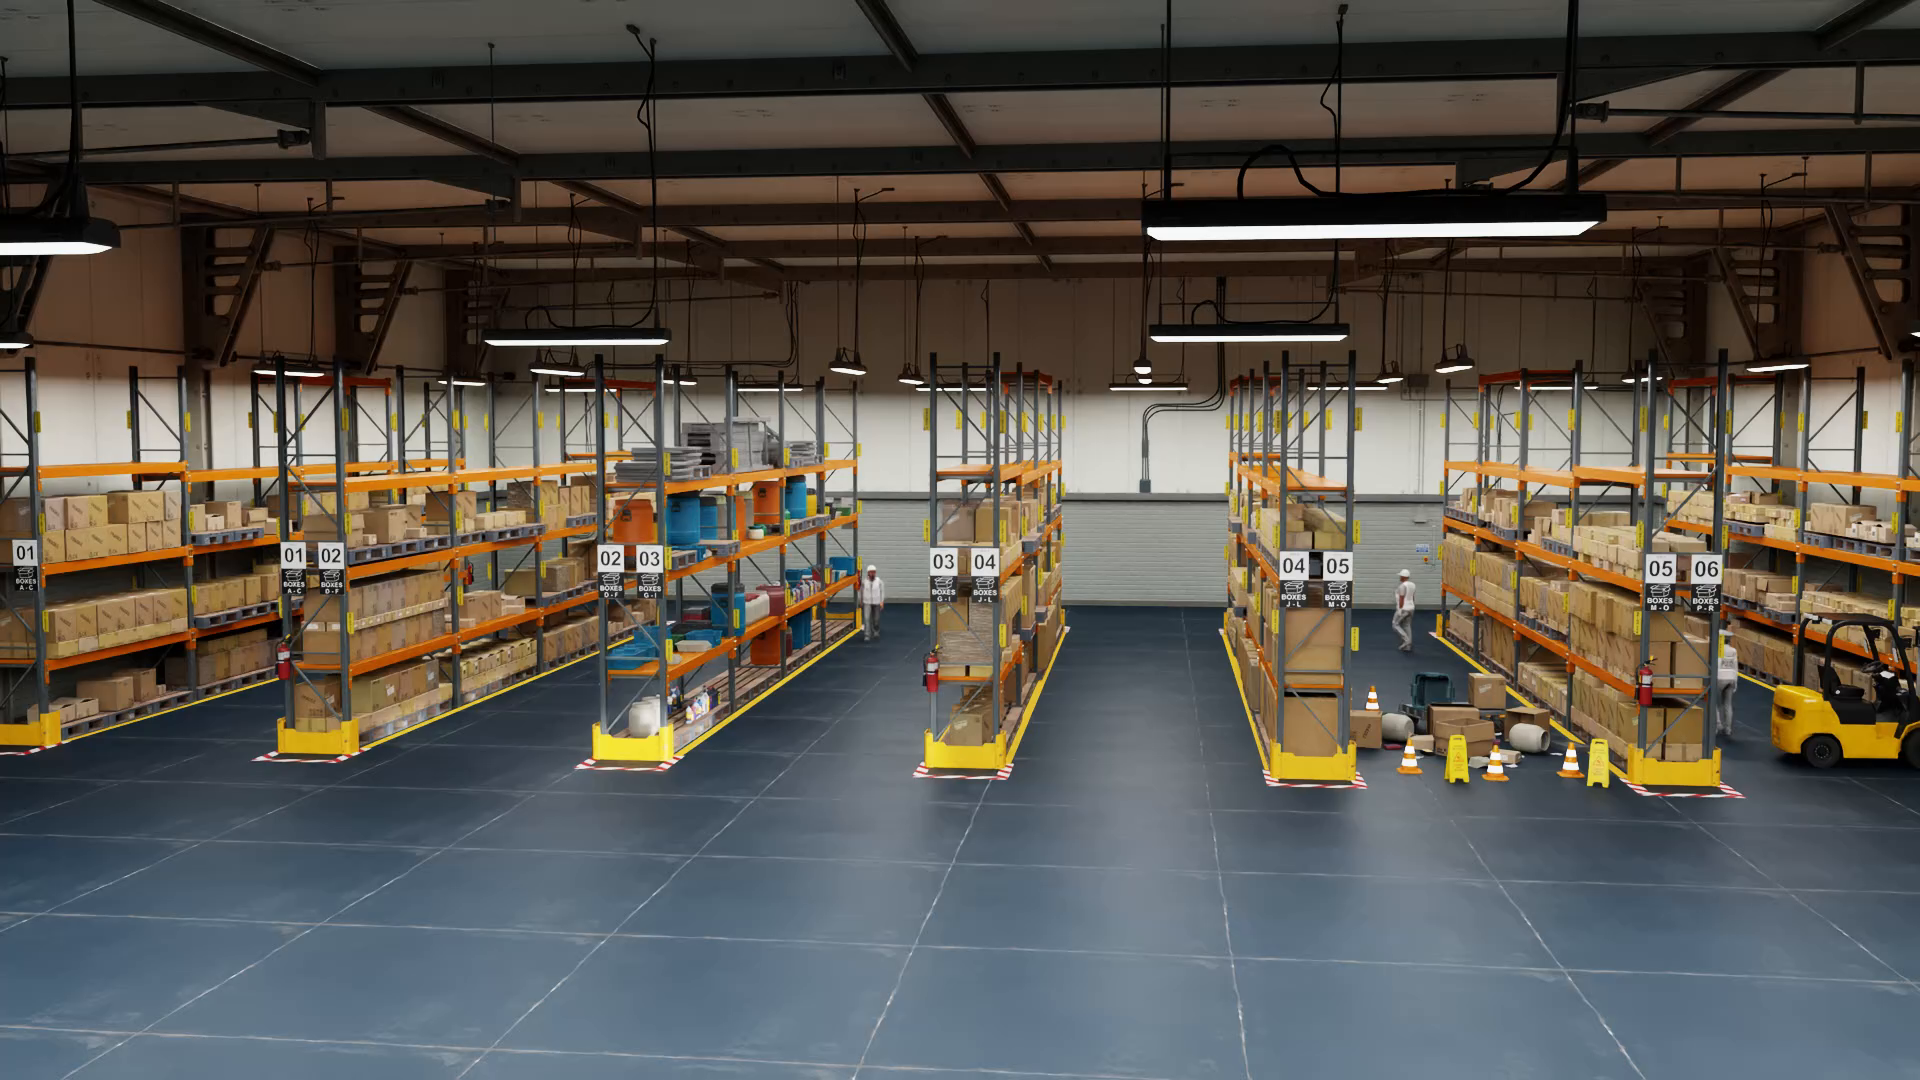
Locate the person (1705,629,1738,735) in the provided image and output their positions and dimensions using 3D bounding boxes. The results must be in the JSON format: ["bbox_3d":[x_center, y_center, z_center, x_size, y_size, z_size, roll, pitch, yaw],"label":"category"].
[{"bbox_3d":[12.231,2.290,26.659,0.519,1.707,0.352,-1,4,-18],"label":"person"}]

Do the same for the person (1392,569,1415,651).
[{"bbox_3d":[9.776,1.536,36.428,0.609,1.785,0.467,-4,6,-44],"label":"person"}]

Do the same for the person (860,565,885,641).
[{"bbox_3d":[-2.014,1.431,38.095,0.582,1.715,1.079,0,4,-2],"label":"person"}]
